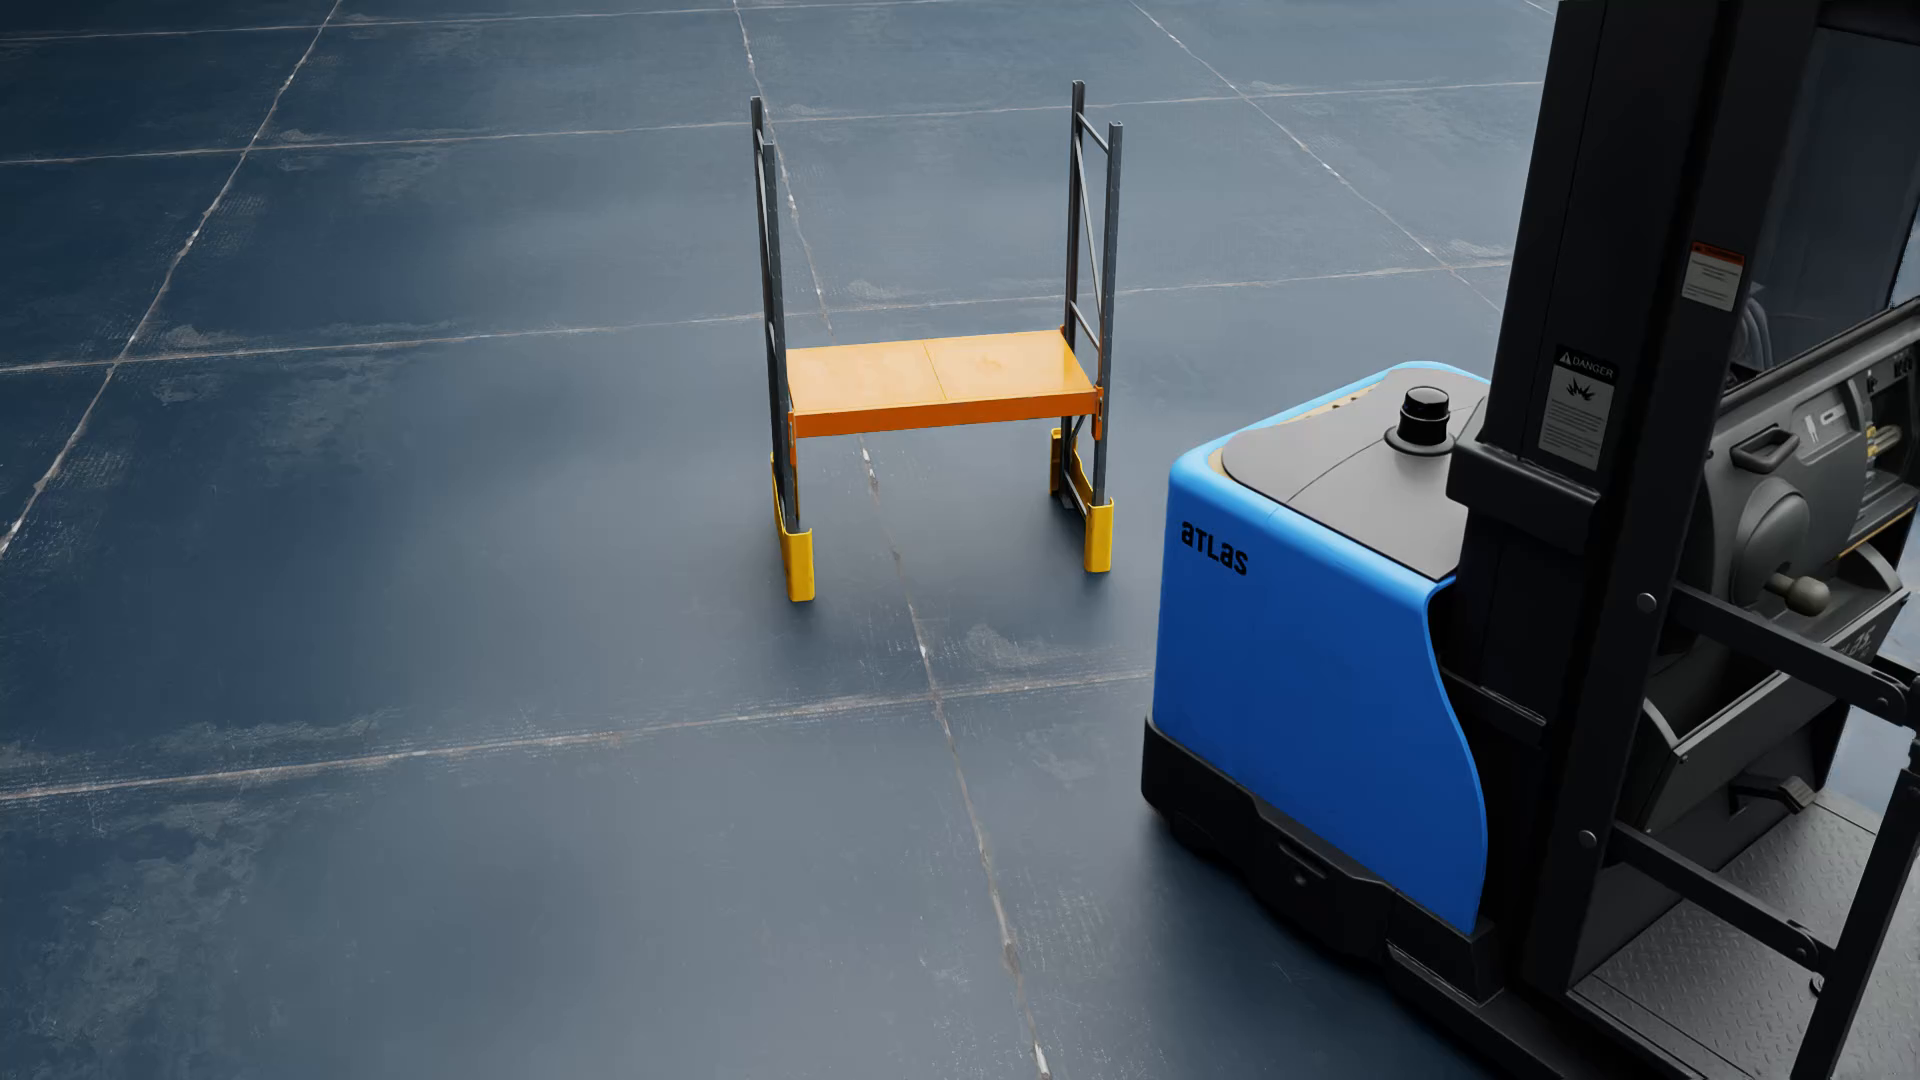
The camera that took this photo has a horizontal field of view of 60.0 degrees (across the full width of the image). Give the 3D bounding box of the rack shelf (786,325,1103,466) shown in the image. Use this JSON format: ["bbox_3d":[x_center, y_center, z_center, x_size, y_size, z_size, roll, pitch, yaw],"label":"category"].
[{"bbox_3d":[-0.084,-0.484,5.448,1.000,0.185,0.538,-5,31,-9],"label":"rack shelf"}]

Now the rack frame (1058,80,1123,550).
[{"bbox_3d":[0.416,-0.685,5.436,0.032,1.500,0.500,-5,31,-9],"label":"rack frame"}]

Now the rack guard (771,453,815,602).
[{"bbox_3d":[-0.565,-0.055,5.597,0.087,0.250,0.587,-5,31,-9],"label":"rack guard"}]

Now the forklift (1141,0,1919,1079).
[{"bbox_3d":[1.801,-0.108,3.042,1.130,2.935,3.031,-22,37,-33],"label":"forklift"}]

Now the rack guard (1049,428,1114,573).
[{"bbox_3d":[0.415,-0.146,5.752,0.087,0.250,0.587,-5,31,-9],"label":"rack guard"}]

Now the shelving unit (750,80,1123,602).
[{"bbox_3d":[-0.075,-0.640,5.358,1.083,1.500,0.587,-5,31,-9],"label":"shelving unit"}]

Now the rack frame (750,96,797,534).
[{"bbox_3d":[-0.584,-0.592,5.278,0.032,1.500,0.500,-5,31,-9],"label":"rack frame"}]
